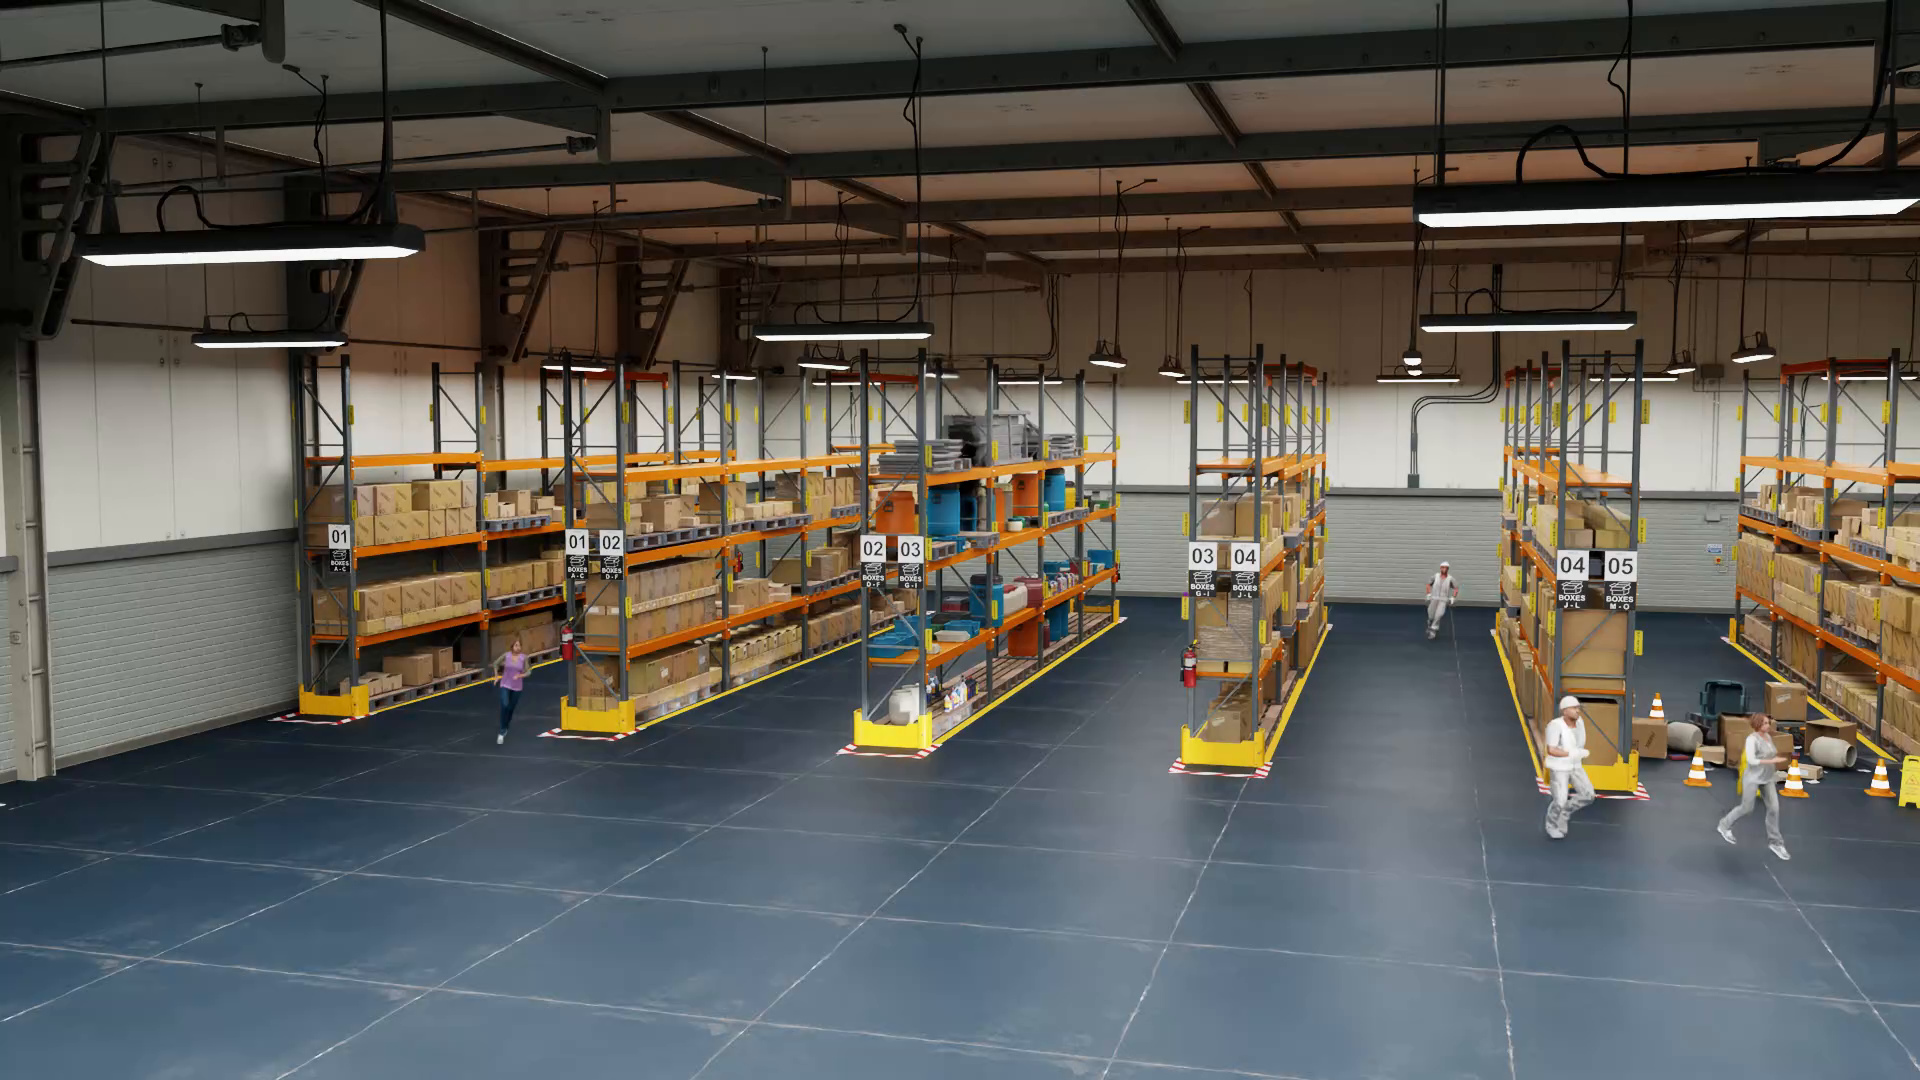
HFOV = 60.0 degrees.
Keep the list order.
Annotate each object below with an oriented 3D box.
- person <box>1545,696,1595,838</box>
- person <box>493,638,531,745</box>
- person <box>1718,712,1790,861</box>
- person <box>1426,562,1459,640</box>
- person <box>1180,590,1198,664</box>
[{"bbox_3d":[7.122,2.667,19.411,0.726,1.724,0.728,-2,5,-25],"label":"person"},{"bbox_3d":[-6.885,2.295,25.596,0.555,1.581,0.756,-2,5,-20],"label":"person"},{"bbox_3d":[9.088,2.769,18.981,0.528,1.627,0.845,-2,5,-28],"label":"person"},{"bbox_3d":[10.760,1.353,37.135,0.707,1.734,0.681,2,5,21],"label":"person"},{"bbox_3d":[4.748,1.607,33.401,0.640,1.796,0.890,1,5,18],"label":"person"}]
